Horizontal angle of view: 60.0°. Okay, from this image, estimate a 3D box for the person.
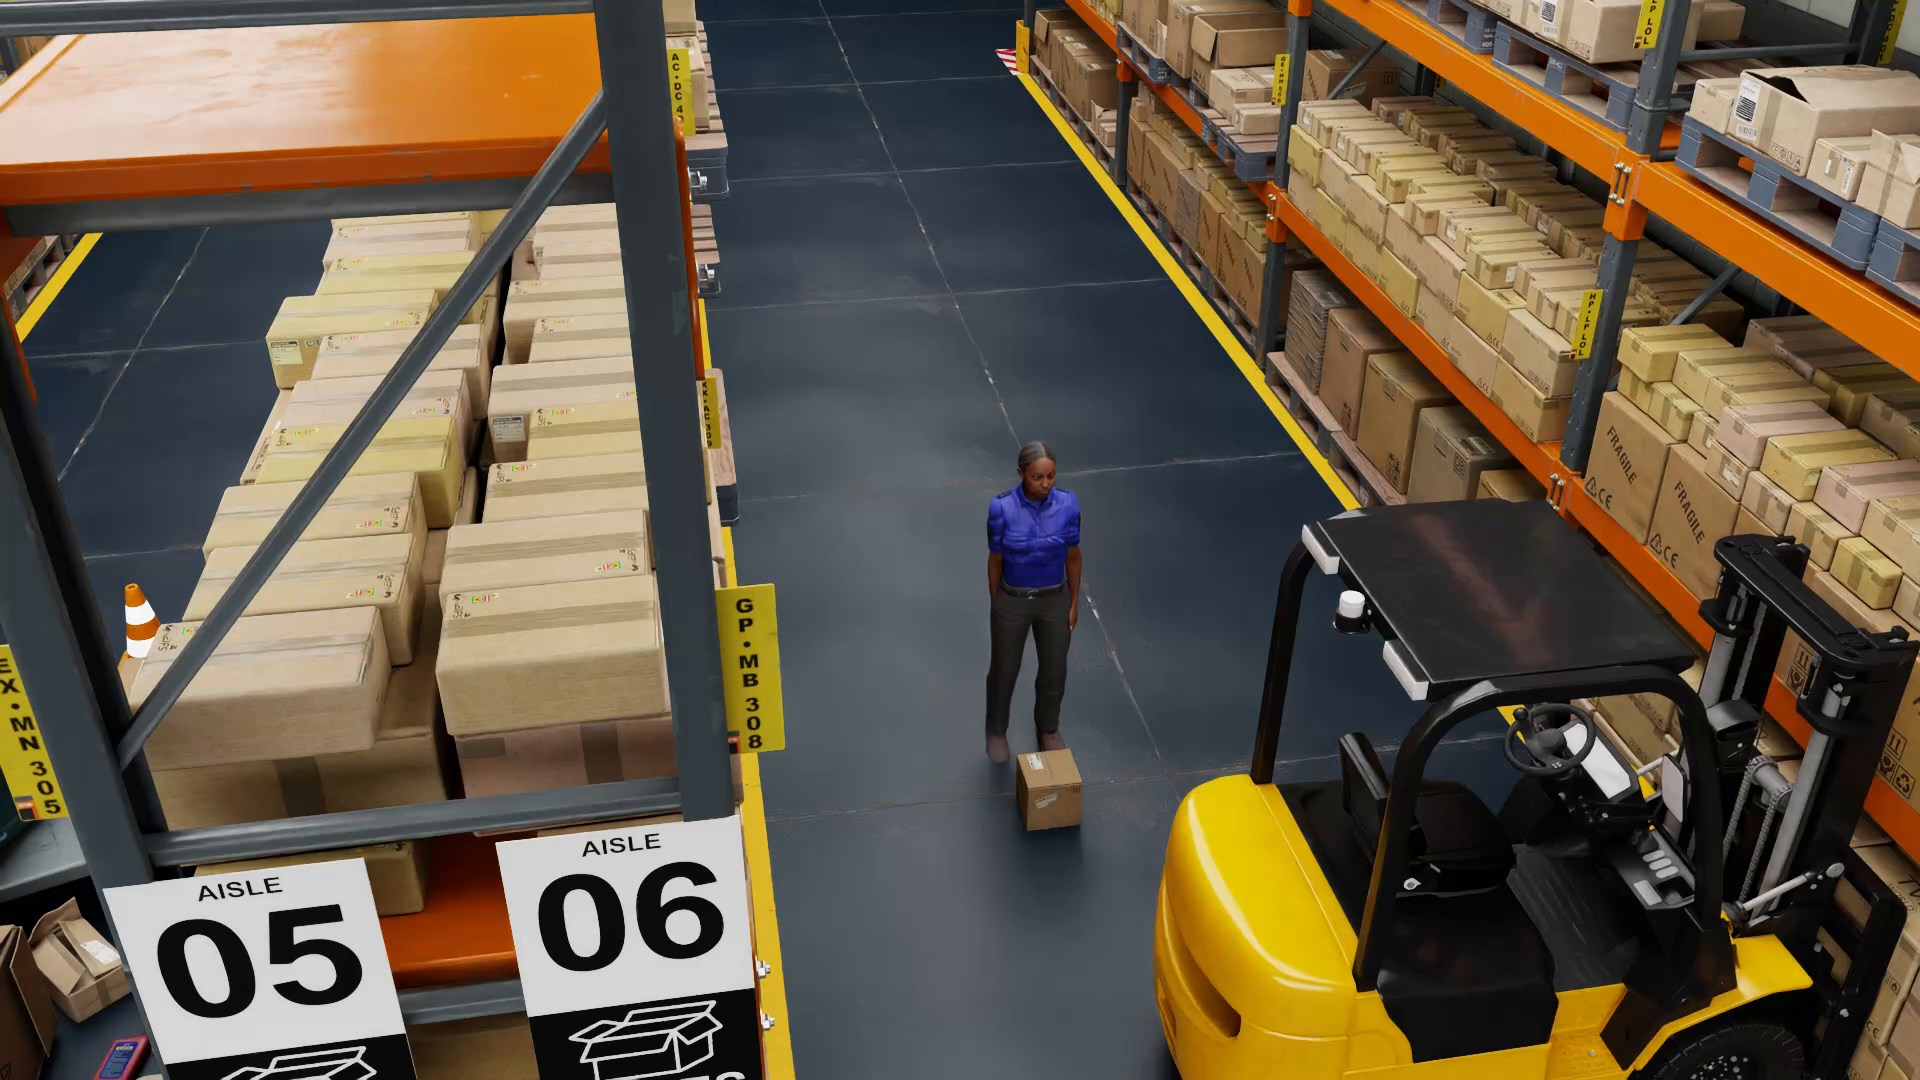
[{"bbox_3d":[0.337,0.312,7.666,0.444,1.678,0.324,-5,31,-8],"label":"person"}]
